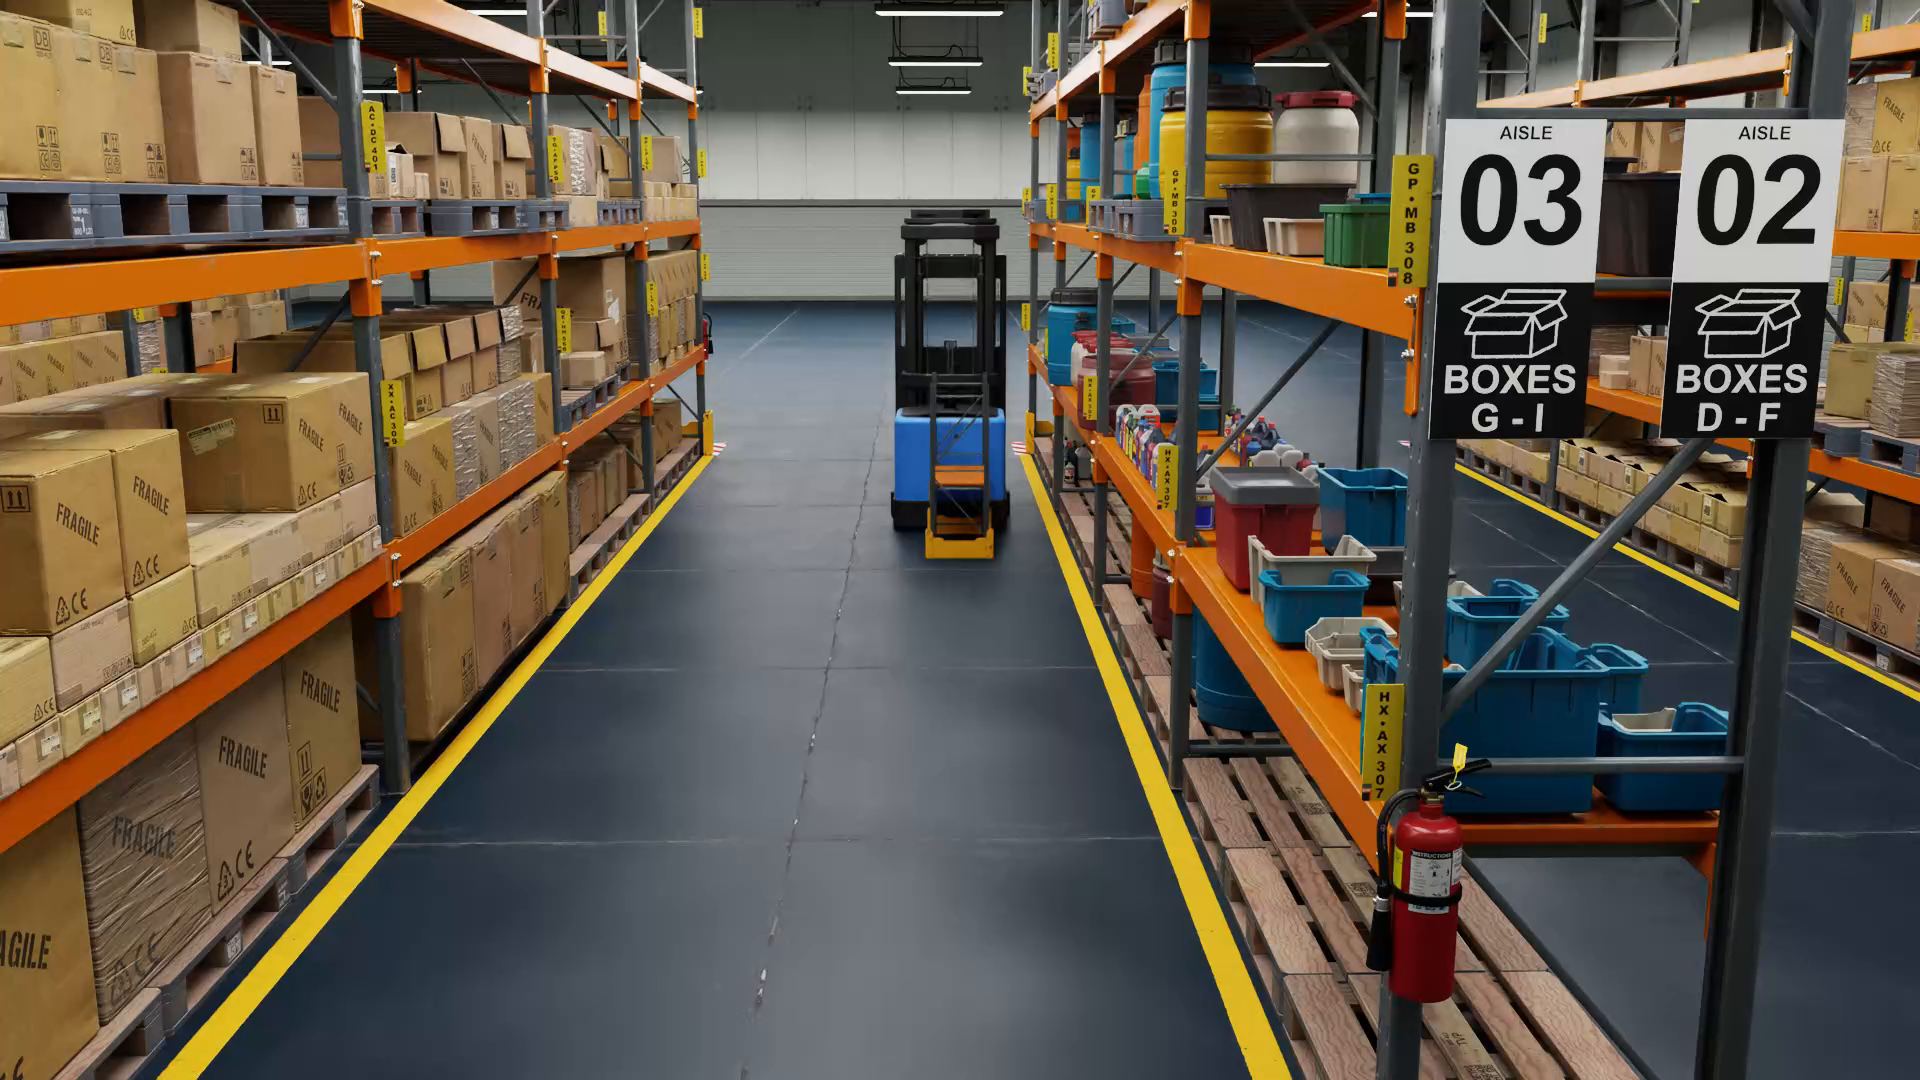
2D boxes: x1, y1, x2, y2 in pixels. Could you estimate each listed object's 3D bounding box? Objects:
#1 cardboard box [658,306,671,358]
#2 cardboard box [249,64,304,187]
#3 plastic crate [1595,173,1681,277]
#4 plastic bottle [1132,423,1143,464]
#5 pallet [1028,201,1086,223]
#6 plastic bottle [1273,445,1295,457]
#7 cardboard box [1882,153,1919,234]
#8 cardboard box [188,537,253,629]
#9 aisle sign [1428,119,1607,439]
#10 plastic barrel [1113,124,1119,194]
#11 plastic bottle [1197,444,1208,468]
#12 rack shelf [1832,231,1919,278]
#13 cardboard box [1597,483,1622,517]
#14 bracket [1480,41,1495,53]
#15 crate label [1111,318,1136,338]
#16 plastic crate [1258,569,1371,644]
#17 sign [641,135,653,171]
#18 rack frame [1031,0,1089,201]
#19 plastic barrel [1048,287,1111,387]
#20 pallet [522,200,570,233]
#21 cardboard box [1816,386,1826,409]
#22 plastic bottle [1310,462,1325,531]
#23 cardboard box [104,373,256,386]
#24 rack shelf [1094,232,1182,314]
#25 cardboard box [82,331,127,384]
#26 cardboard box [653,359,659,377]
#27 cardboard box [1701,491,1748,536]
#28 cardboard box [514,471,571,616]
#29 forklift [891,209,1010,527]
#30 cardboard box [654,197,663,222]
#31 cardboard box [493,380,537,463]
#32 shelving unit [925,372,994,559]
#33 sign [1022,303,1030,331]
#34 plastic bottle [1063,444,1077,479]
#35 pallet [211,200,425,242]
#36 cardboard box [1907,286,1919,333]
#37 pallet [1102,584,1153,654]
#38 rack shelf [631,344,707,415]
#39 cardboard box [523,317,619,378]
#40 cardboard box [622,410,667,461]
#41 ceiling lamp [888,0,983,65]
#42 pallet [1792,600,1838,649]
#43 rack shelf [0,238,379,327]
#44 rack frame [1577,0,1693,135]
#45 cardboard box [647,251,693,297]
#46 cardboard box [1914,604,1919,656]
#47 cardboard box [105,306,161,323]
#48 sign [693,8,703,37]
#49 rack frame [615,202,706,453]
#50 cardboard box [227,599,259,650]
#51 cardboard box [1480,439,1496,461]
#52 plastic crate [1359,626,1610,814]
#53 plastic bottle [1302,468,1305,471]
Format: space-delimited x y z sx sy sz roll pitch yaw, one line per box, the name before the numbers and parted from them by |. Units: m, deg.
cardboard box | -3.446 -2.133 17.029 0.875 0.500 0.500 0 11 -1
cardboard box | -3.281 -1.777 7.171 0.700 0.500 0.500 -1 12 -4
plastic crate | 1.948 -0.868 4.576 0.497 0.269 0.590 0 11 -1
plastic bottle | 1.190 -0.636 10.974 0.097 0.271 0.097 0 11 0
pallet | 1.316 -3.290 16.661 1.213 0.211 1.003 0 11 -1
plastic bottle | 1.942 -0.442 10.005 0.152 0.276 0.135 0 11 -1
cardboard box | 6.528 -2.221 10.669 0.910 0.500 0.500 0 11 -1
cardboard box | -3.055 0.161 6.351 0.500 0.250 0.500 0 11 -2
aisle sign | 1.386 -0.642 4.143 0.394 0.787 0.004 0 11 -1
plastic barrel | 1.656 -3.385 15.394 0.600 0.901 0.708 0 11 -1
plastic bottle | 1.388 -0.374 9.480 0.144 0.351 0.185 0 11 -1
rack shelf | 6.505 -1.714 10.227 1.077 0.370 4.000 0 11 -1
cardboard box | 6.165 -0.361 15.155 0.500 0.250 0.500 -1 11 -3
bracket | 11.412 -10.668 35.956 0.235 0.232 0.430 0 11 -1
crate label | 1.655 -2.217 18.354 0.502 0.435 0.616 0 11 -1
plastic crate | 1.378 0.262 6.496 0.416 0.233 0.300 0 11 -1
sign | -2.968 -3.668 15.761 0.100 0.325 0.005 0 11 -1
rack frame | 1.346 -5.505 19.559 1.000 3.000 0.127 0 11 -1
plastic barrel | 1.134 -1.937 15.801 0.600 0.901 0.708 0 11 -1
pallet | -3.374 -2.204 11.307 1.213 0.211 1.003 0 11 1
cardboard box | 6.500 -1.023 12.779 0.500 0.311 0.500 0 11 2
plastic bottle | 1.910 -0.234 8.793 0.144 0.351 0.185 0 11 -1
cardboard box | -3.603 -0.502 7.733 0.500 0.500 0.500 0 11 -1
rack shelf | 1.553 -1.694 10.130 1.077 0.370 4.000 0 11 -1
cardboard box | -8.206 -1.695 15.618 0.500 0.500 0.500 0 11 -1
cardboard box | -3.219 -1.720 16.622 0.380 0.149 0.250 0 11 -1
cardboard box | 6.207 -0.230 13.097 0.500 0.311 0.500 0 11 0
cardboard box | -3.447 0.019 11.709 1.225 0.875 0.875 -1 11 -4
forklift | -0.092 -1.789 16.507 1.130 2.935 3.031 0 11 0
cardboard box | -3.292 -3.341 16.817 0.500 0.250 0.500 0 11 -2
cardboard box | -3.178 -0.807 11.239 0.500 0.500 0.500 0 11 -2
shelving unit | -0.004 -0.678 14.628 0.587 1.500 1.083 0 11 0
sign | 0.796 -2.699 20.121 0.100 0.325 0.005 0 11 -1
plastic bottle | 1.127 -0.814 17.081 0.144 0.351 0.185 -1 11 -3
pallet | -3.426 -1.717 8.915 0.805 0.209 1.217 -1 11 -3
cardboard box | 10.965 -2.612 18.829 0.500 0.500 0.500 -1 11 -3
pallet | 1.570 0.549 11.822 1.003 0.211 1.213 0 11 -1
rack shelf | -3.564 -1.794 18.167 1.077 0.370 4.000 0 11 -1
cardboard box | -3.395 -1.661 14.387 0.797 0.503 0.637 1 12 5
cardboard box | -3.569 -1.157 18.451 0.500 0.500 0.500 1 11 4
ceiling lamp | -0.519 -11.604 34.944 2.000 3.185 0.800 0 11 -1
pallet | 6.442 0.521 11.958 1.003 0.211 1.213 0 11 -1
rack shelf | -3.316 -0.879 6.111 1.077 0.370 4.000 0 11 -1
rack frame | 6.381 -4.729 15.736 1.000 3.000 0.127 0 11 -1
cardboard box | -3.331 -3.021 18.892 0.500 0.500 0.500 0 11 -1
cardboard box | 6.238 0.516 10.152 0.500 0.500 0.500 0 11 0
cardboard box | -8.457 -2.425 16.374 0.875 0.550 0.550 0 11 -1
sign | -3.050 -6.018 19.341 0.100 0.325 0.005 0 11 -1
rack frame | -3.606 -2.544 20.055 1.000 3.000 0.127 0 11 -1
cardboard box | -2.993 0.330 6.521 0.380 0.149 0.250 0 11 0
cardboard box | 6.117 -1.037 18.484 0.500 0.250 0.500 0 11 -1
plastic crate | 1.483 0.504 4.793 0.616 0.435 0.499 0 11 -1
plastic bottle | 1.979 -0.310 9.542 0.097 0.201 0.097 0 11 0
